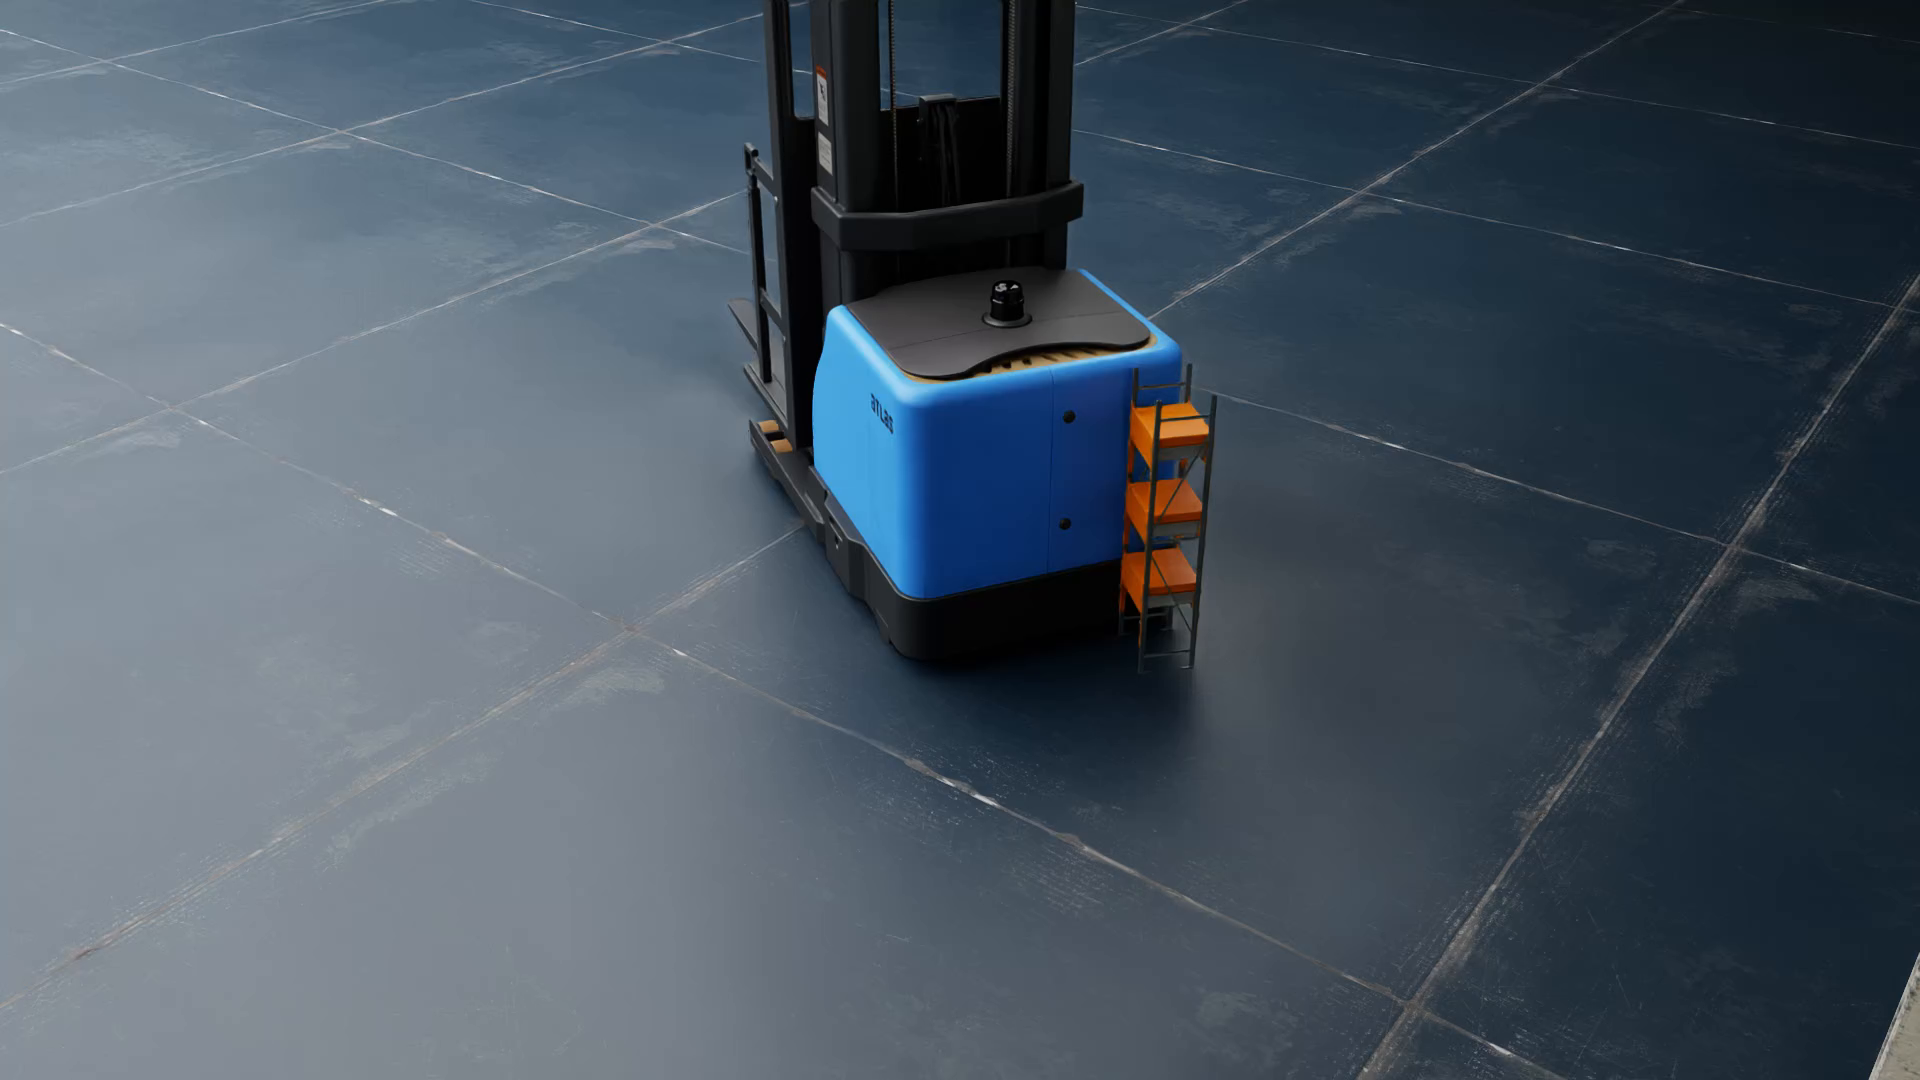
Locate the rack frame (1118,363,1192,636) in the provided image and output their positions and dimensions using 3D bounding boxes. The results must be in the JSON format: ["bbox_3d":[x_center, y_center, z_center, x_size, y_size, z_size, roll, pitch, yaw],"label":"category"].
[{"bbox_3d":[0.665,-0.119,5.713,0.200,1.050,0.008,-6,31,-10],"label":"rack frame"}]

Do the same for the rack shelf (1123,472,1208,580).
[{"bbox_3d":[0.690,-0.049,5.615,0.215,0.259,0.240,-6,31,-10],"label":"rack shelf"}]

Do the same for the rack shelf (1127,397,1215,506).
[{"bbox_3d":[0.690,-0.293,5.471,0.215,0.259,0.240,-6,31,-10],"label":"rack shelf"}]

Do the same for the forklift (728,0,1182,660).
[{"bbox_3d":[-0.254,-1.587,6.346,1.130,2.935,3.031,-11,33,-19],"label":"forklift"}]

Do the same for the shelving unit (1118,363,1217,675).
[{"bbox_3d":[0.690,-0.058,5.610,0.215,1.050,0.252,-6,31,-10],"label":"shelving unit"}]

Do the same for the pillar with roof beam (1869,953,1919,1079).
[{"bbox_3d":[-1.286,-3.587,3.769,9.100,9.000,0.400,21,37,31],"label":"pillar with roof beam"}]

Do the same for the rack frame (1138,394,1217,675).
[{"bbox_3d":[0.715,0.003,5.507,0.200,1.050,0.008,-6,31,-10],"label":"rack frame"}]

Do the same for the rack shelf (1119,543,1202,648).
[{"bbox_3d":[0.690,0.190,5.757,0.215,0.259,0.240,-6,31,-10],"label":"rack shelf"}]
